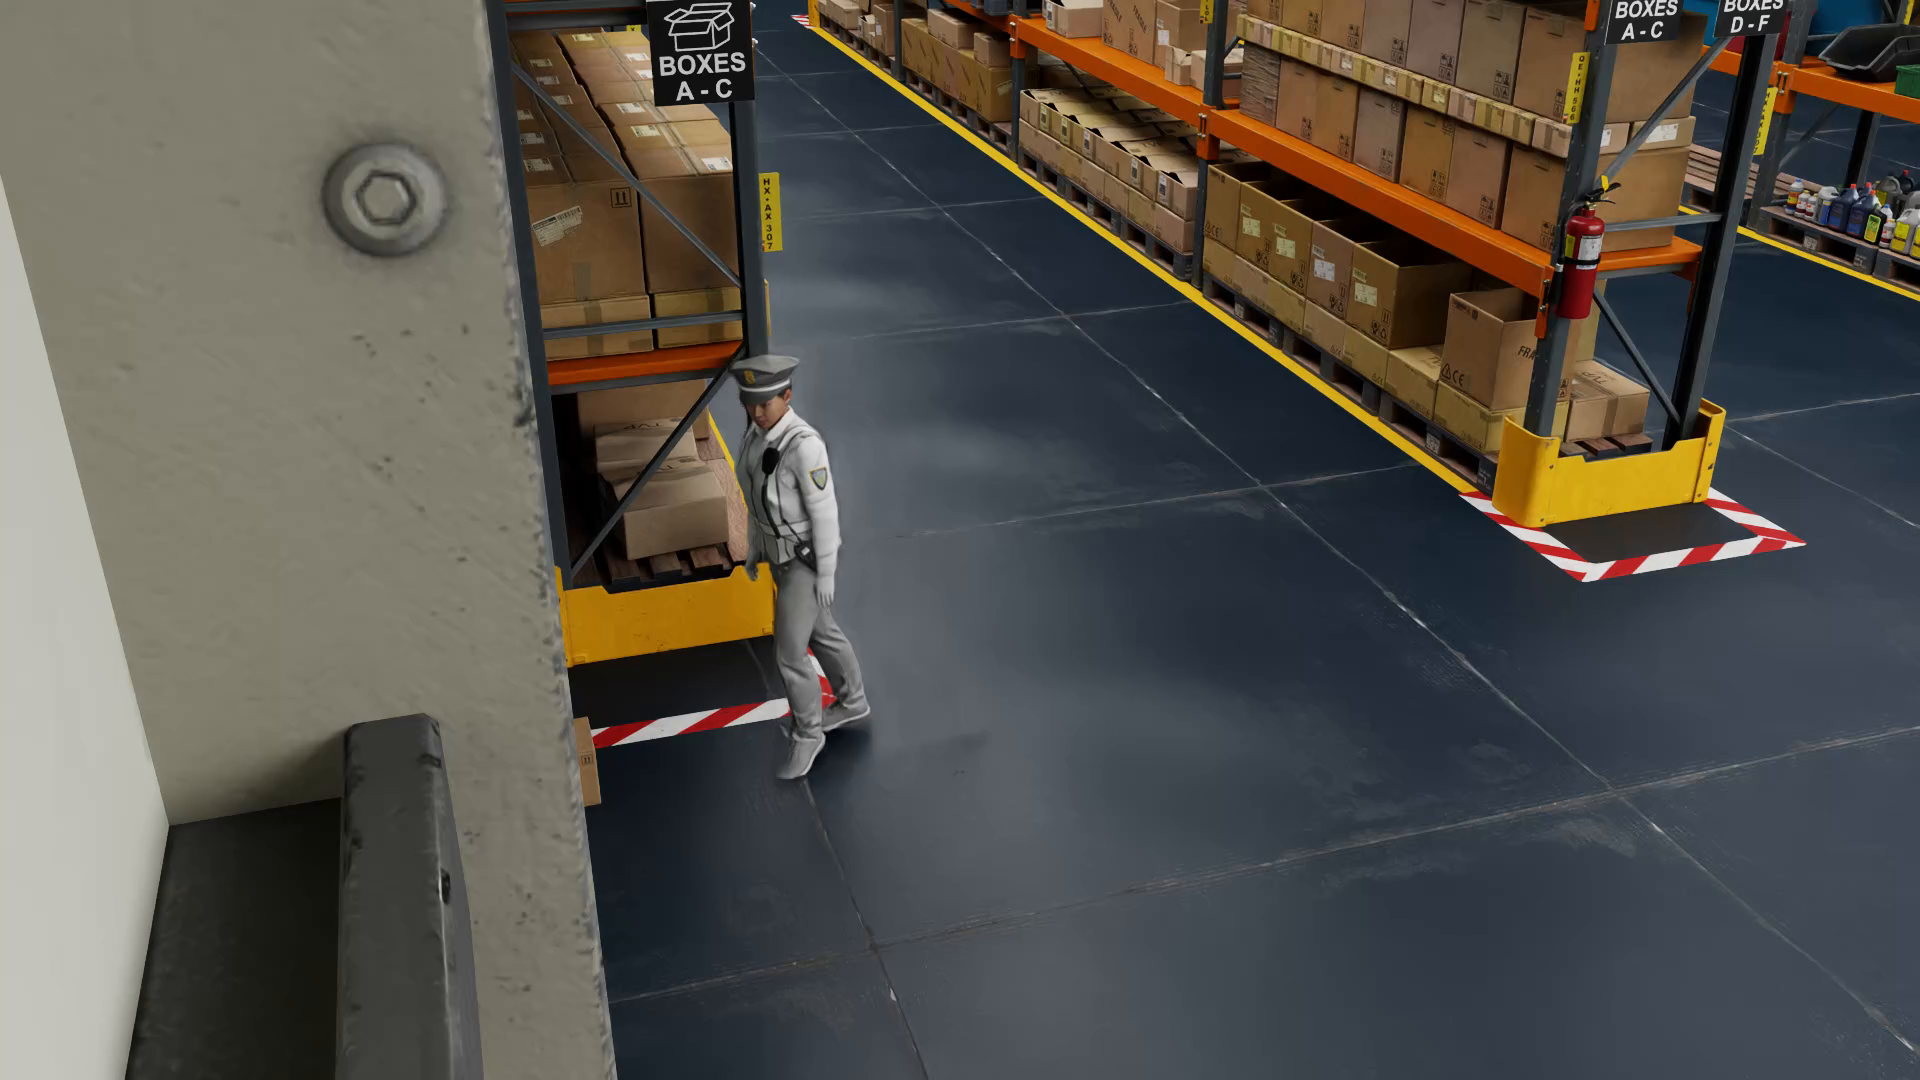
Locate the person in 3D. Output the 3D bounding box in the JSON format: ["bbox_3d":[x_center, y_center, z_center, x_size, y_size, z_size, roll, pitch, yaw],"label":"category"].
[{"bbox_3d":[-0.598,0.084,6.471,0.504,1.713,0.509,-13,29,-25],"label":"person"}]
